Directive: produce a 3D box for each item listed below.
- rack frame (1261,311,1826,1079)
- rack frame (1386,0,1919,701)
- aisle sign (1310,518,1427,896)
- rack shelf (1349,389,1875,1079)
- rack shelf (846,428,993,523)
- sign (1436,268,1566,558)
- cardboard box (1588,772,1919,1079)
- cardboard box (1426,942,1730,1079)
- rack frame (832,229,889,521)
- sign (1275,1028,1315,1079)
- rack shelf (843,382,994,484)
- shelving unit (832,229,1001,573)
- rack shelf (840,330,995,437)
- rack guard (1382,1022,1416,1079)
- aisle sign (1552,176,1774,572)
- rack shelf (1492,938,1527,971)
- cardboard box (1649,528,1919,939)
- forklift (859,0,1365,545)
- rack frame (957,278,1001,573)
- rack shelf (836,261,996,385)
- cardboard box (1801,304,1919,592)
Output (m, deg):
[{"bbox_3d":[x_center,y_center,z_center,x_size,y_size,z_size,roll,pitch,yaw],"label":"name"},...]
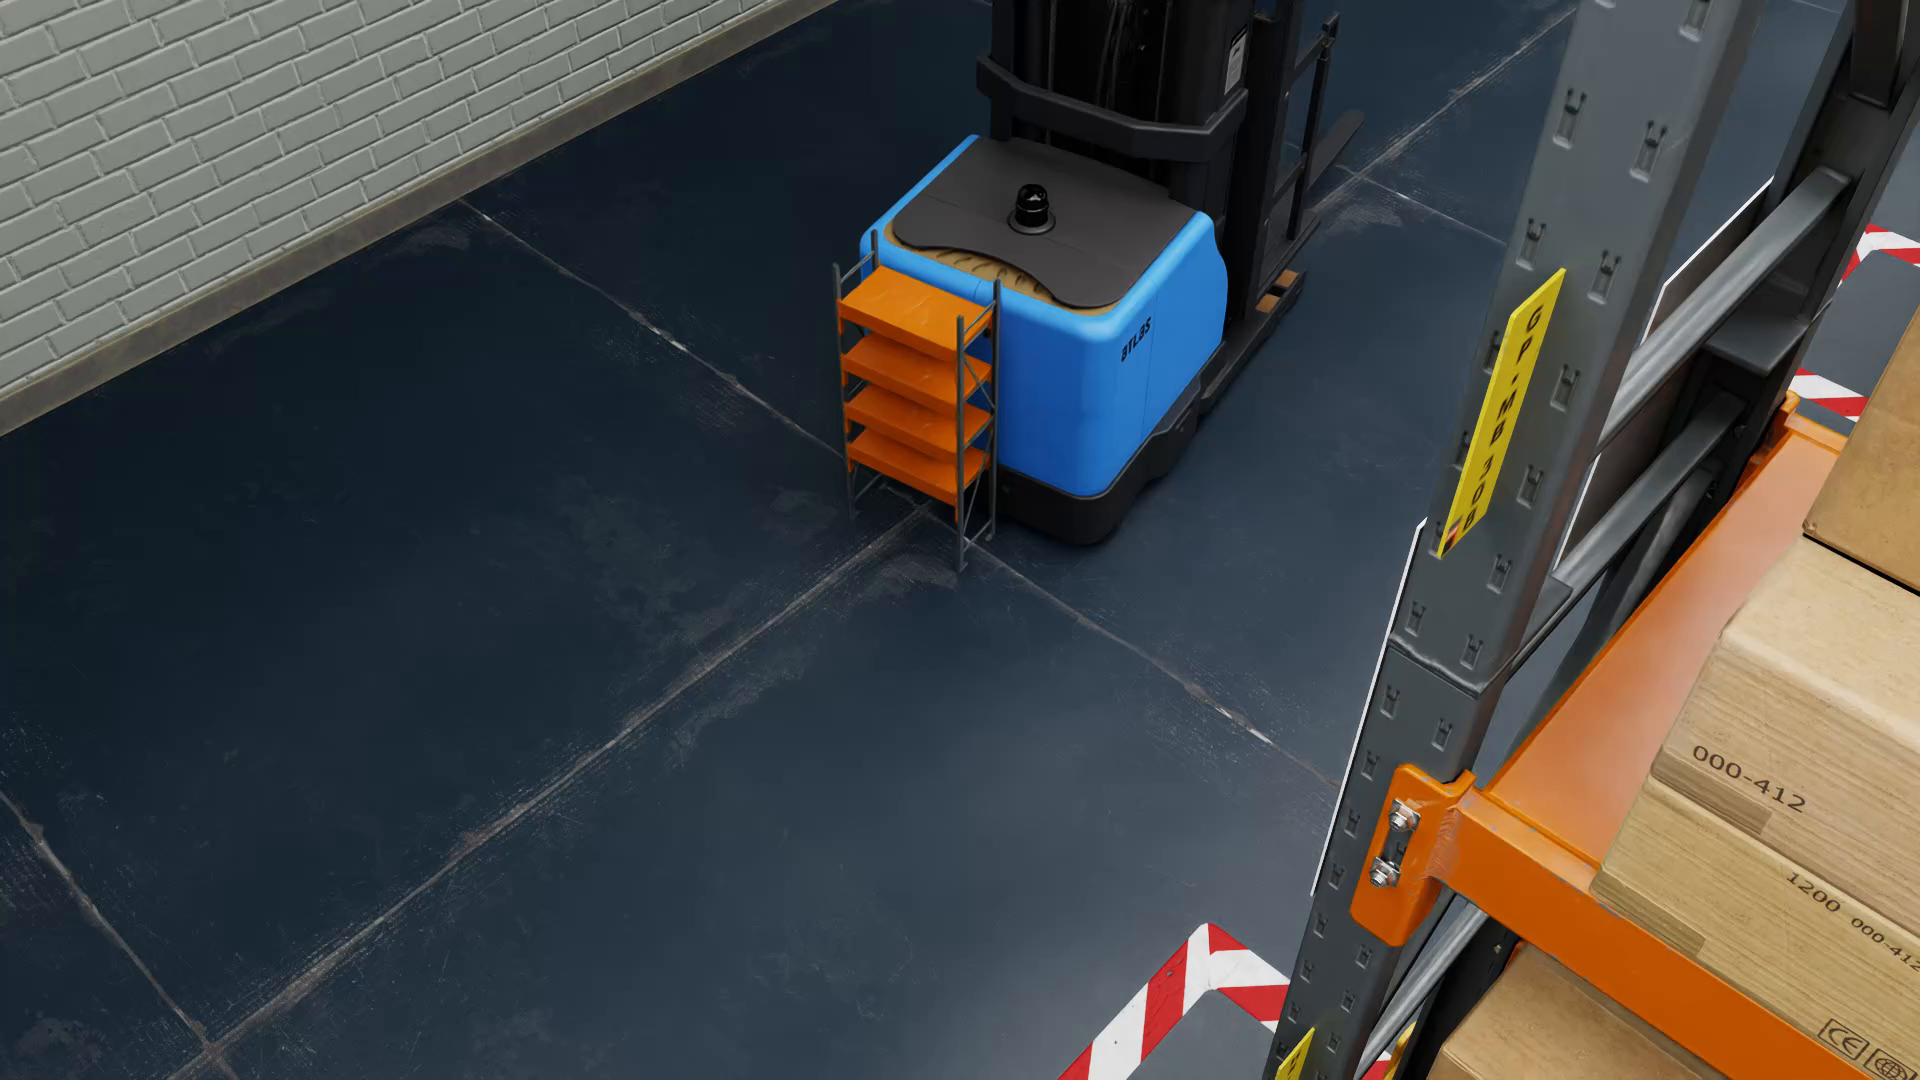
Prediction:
[{"bbox_3d":[0.902,0.917,3.332,0.127,3.000,1.000,34,55,28],"label":"rack frame"},{"bbox_3d":[0.902,-1.137,1.145,0.127,3.000,1.000,34,55,28],"label":"rack frame"},{"bbox_3d":[0.652,0.151,2.268,0.004,0.787,0.394,34,55,28],"label":"aisle sign"},{"bbox_3d":[2.371,1.125,1.572,4.000,0.370,1.077,34,55,28],"label":"rack shelf"},{"bbox_3d":[-0.144,-0.281,6.055,0.480,0.148,0.258,25,52,22],"label":"rack shelf"},{"bbox_3d":[0.534,-0.118,1.646,0.005,0.325,0.100,34,55,28],"label":"sign"},{"bbox_3d":[1.107,0.332,1.926,0.500,0.250,0.500,34,55,28],"label":"cardboard box"},{"bbox_3d":[1.049,0.901,2.592,0.500,0.500,0.500,36,56,29],"label":"cardboard box"},{"bbox_3d":[-0.348,-0.560,5.953,0.015,1.200,0.240,25,52,22],"label":"rack frame"},{"bbox_3d":[0.534,0.911,2.743,0.005,0.325,0.100,34,55,28],"label":"sign"},{"bbox_3d":[-0.144,-0.417,5.911,0.480,0.148,0.258,25,52,22],"label":"rack shelf"},{"bbox_3d":[-0.144,-0.463,5.861,0.503,1.200,0.258,25,52,22],"label":"shelving unit"},{"bbox_3d":[-0.144,-0.570,5.747,0.480,0.148,0.258,25,52,22],"label":"rack shelf"},{"bbox_3d":[0.957,1.810,4.208,0.348,0.500,1.175,34,55,28],"label":"rack guard"},{"bbox_3d":[1.059,-0.171,2.570,0.004,0.787,0.394,34,55,28],"label":"aisle sign"},{"bbox_3d":[2.371,2.152,2.665,4.000,0.370,1.077,34,55,28],"label":"rack shelf"},{"bbox_3d":[1.103,0.164,1.741,0.500,0.250,0.500,34,55,28],"label":"cardboard box"},{"bbox_3d":[0.831,-2.047,6.162,1.130,2.935,3.031,24,51,21],"label":"forklift"},{"bbox_3d":[0.061,-0.366,5.770,0.015,1.200,0.240,25,52,22],"label":"rack frame"},{"bbox_3d":[-0.144,-0.732,5.575,0.480,0.148,0.258,25,52,22],"label":"rack shelf"},{"bbox_3d":[1.290,-0.241,1.607,0.500,0.500,0.700,34,55,28],"label":"cardboard box"}]
